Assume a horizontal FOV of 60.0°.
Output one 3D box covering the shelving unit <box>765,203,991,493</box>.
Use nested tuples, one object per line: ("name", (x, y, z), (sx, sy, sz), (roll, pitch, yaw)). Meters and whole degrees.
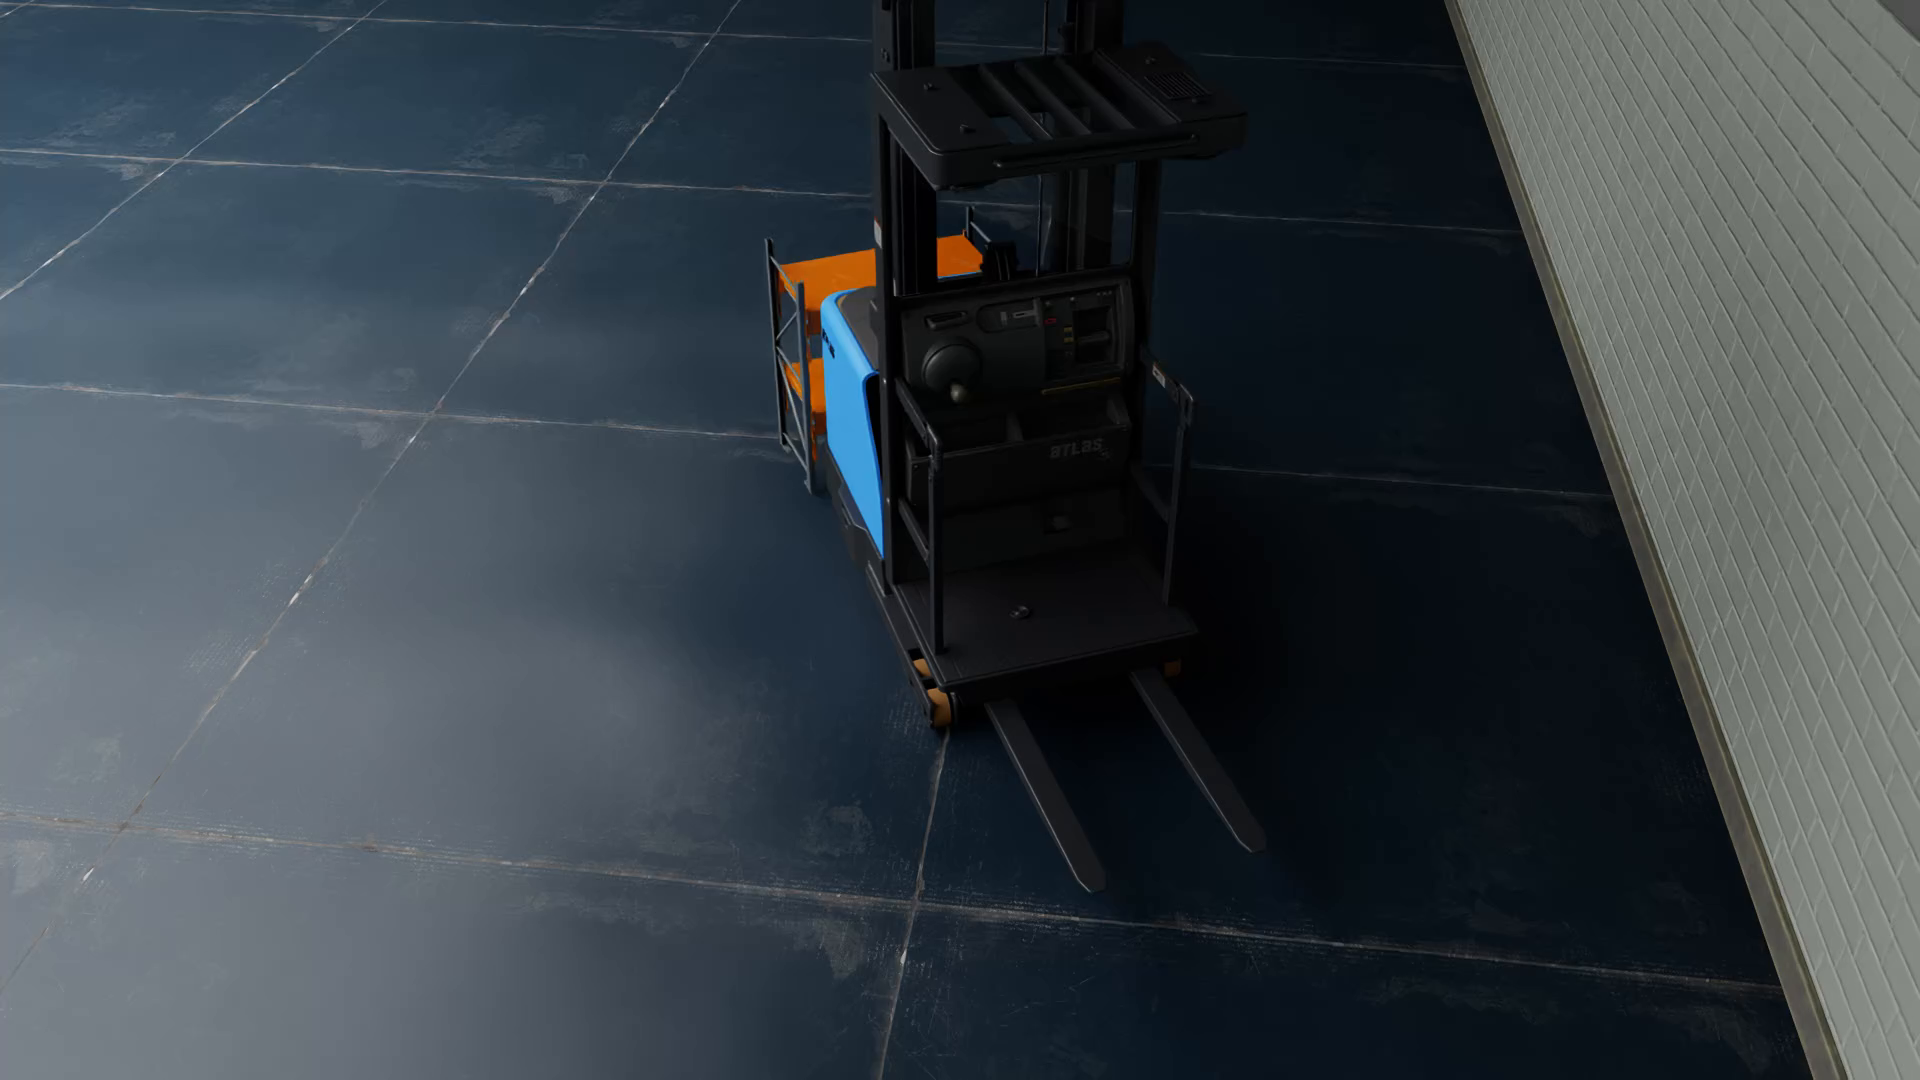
("shelving unit", (-0.336, -0.935, 8.092), (1.048, 1.125, 0.538), (-13, 38, -18))

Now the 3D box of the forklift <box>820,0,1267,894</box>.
("forklift", (0.297, -0.701, 6.209), (1.130, 2.935, 3.031), (-11, 37, -15))

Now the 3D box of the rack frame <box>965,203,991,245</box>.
("rack frame", (0.134, -1.048, 8.250), (0.032, 1.125, 0.500), (-13, 38, -18))

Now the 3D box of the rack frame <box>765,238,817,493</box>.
("rack frame", (-0.806, -0.823, 7.935), (0.032, 1.125, 0.500), (-13, 38, -18))

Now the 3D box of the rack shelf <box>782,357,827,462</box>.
("rack shelf", (-0.336, -0.736, 8.234), (1.000, 0.278, 0.538), (-13, 38, -18))

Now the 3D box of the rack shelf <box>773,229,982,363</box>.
("rack shelf", (-0.336, -1.174, 7.922), (1.000, 0.278, 0.538), (-13, 38, -18))
